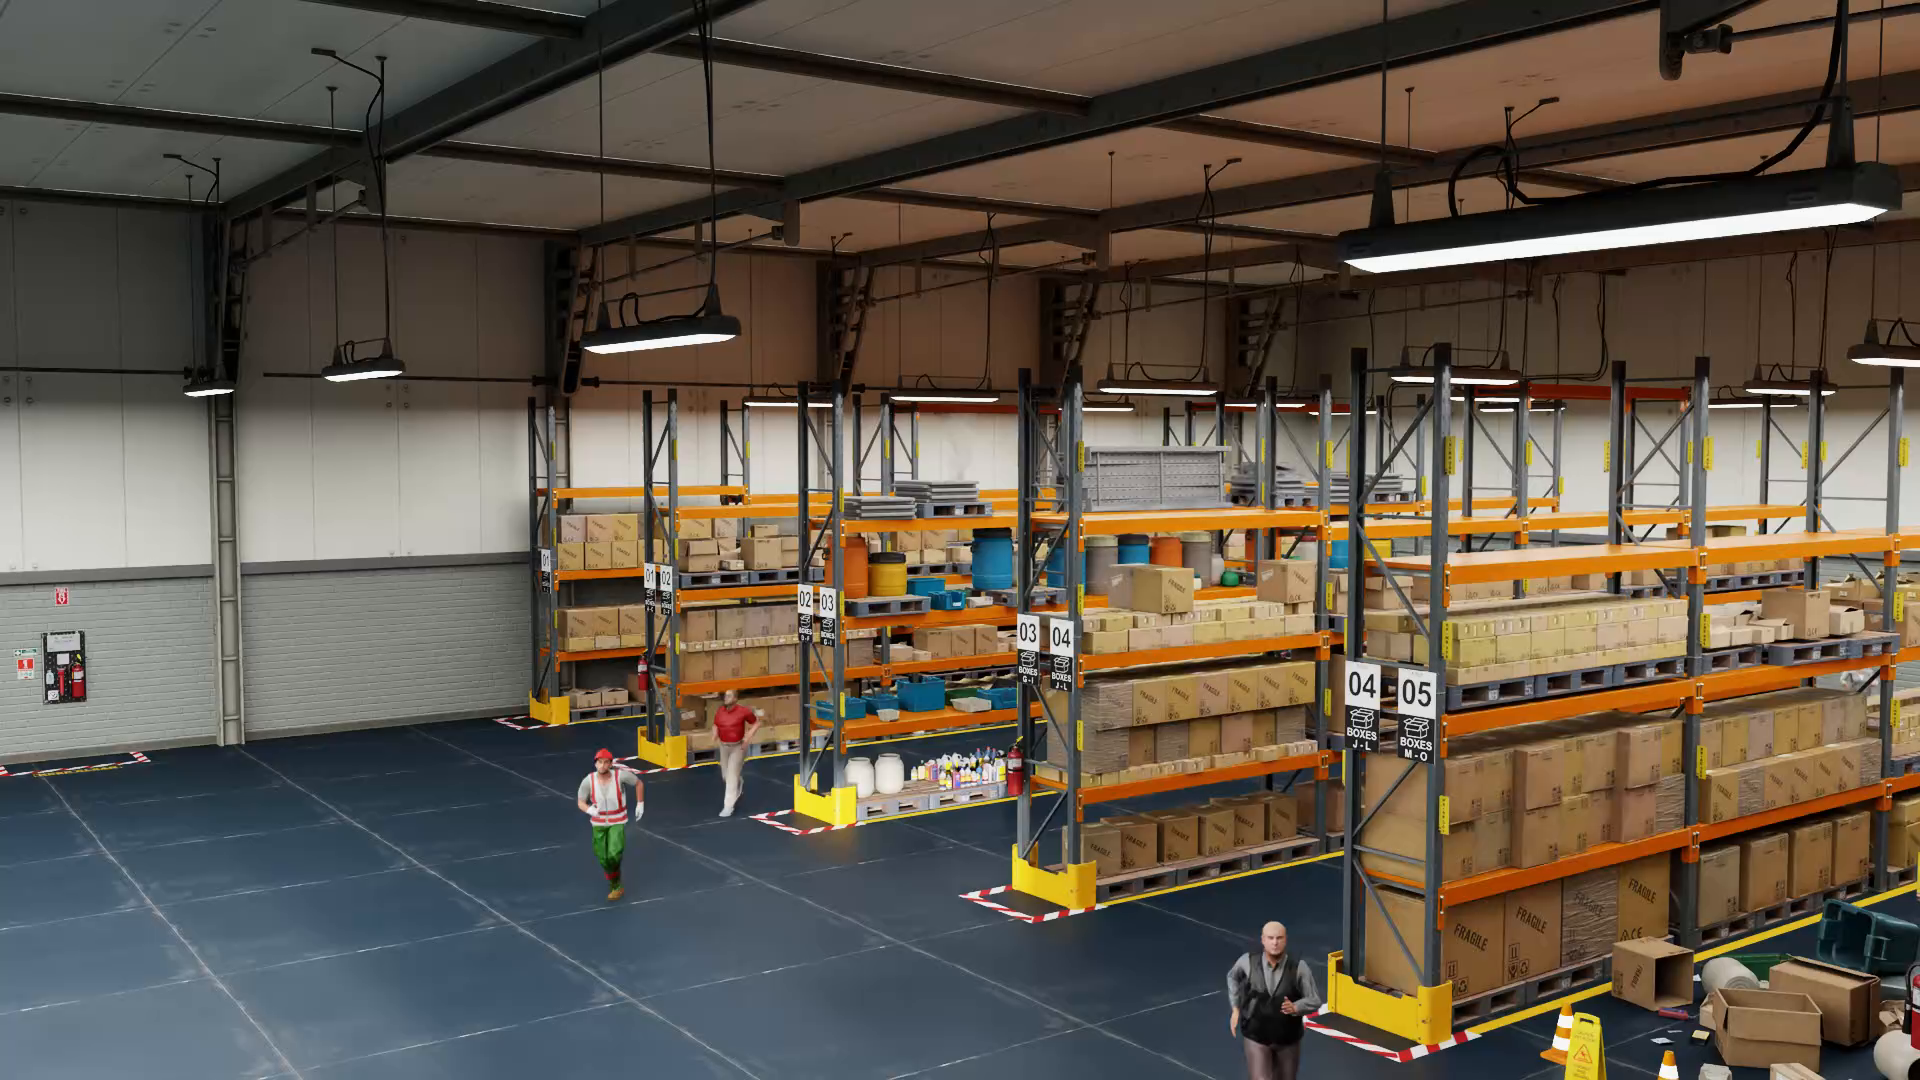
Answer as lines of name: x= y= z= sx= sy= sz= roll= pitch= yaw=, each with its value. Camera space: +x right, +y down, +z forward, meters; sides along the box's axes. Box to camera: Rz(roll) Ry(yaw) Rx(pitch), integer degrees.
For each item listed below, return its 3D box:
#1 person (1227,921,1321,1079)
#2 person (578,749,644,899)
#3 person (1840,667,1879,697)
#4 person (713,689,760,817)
person: x=2.242 y=3.568 z=11.905 sx=0.653 sy=1.714 sz=0.971 roll=0 pitch=3 yaw=7
person: x=-3.915 y=3.192 z=18.583 sx=0.707 sy=1.728 sz=0.657 roll=0 pitch=3 yaw=-4
person: x=15.109 y=2.719 z=27.933 sx=0.539 sy=1.636 sz=0.711 roll=1 pitch=3 yaw=11
person: x=-3.149 y=2.942 z=23.300 sx=0.672 sy=1.735 sz=0.917 roll=1 pitch=4 yaw=22
